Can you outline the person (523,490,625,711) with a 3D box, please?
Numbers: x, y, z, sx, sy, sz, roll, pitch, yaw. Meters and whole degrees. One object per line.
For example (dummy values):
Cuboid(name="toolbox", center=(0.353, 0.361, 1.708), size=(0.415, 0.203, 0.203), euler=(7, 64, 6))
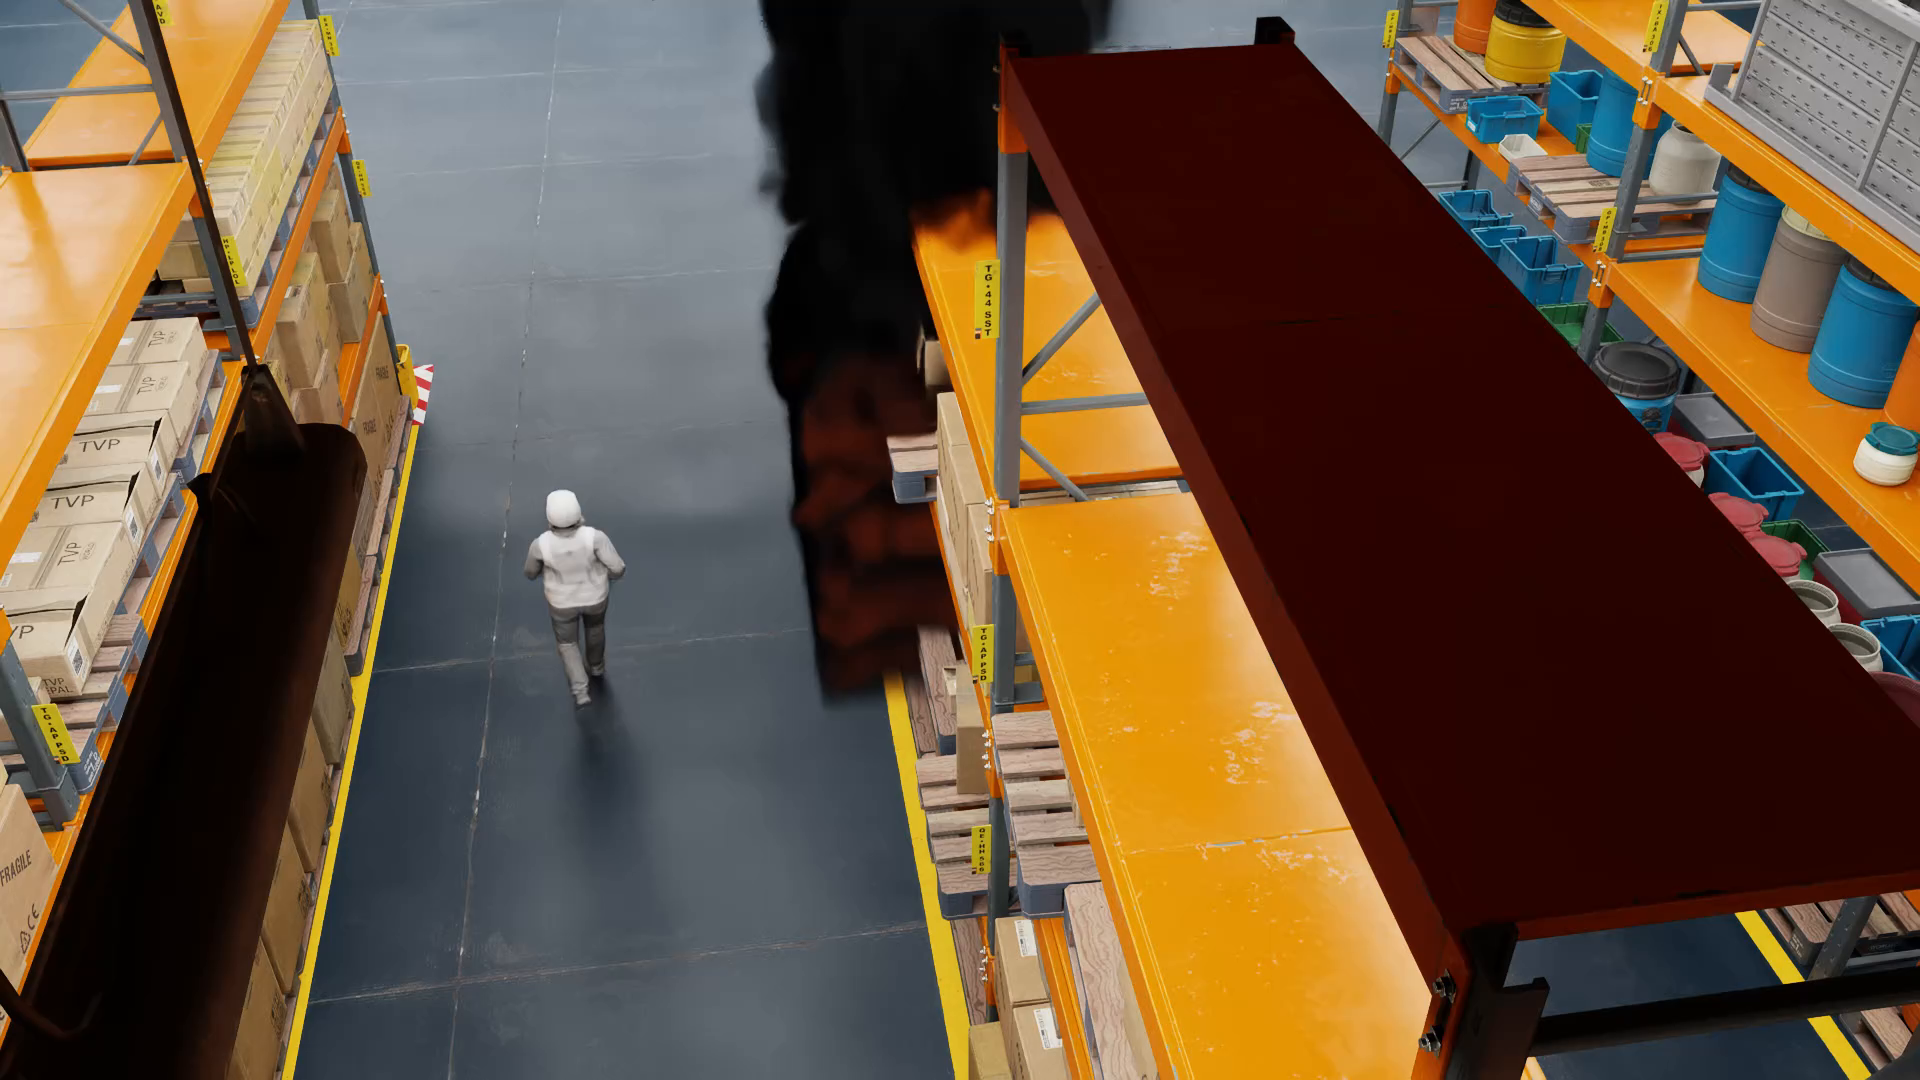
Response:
Cuboid(name="person", center=(-2.625, 0.383, 11.449), size=(0.668, 1.748, 0.896), euler=(-10, 37, -13))
